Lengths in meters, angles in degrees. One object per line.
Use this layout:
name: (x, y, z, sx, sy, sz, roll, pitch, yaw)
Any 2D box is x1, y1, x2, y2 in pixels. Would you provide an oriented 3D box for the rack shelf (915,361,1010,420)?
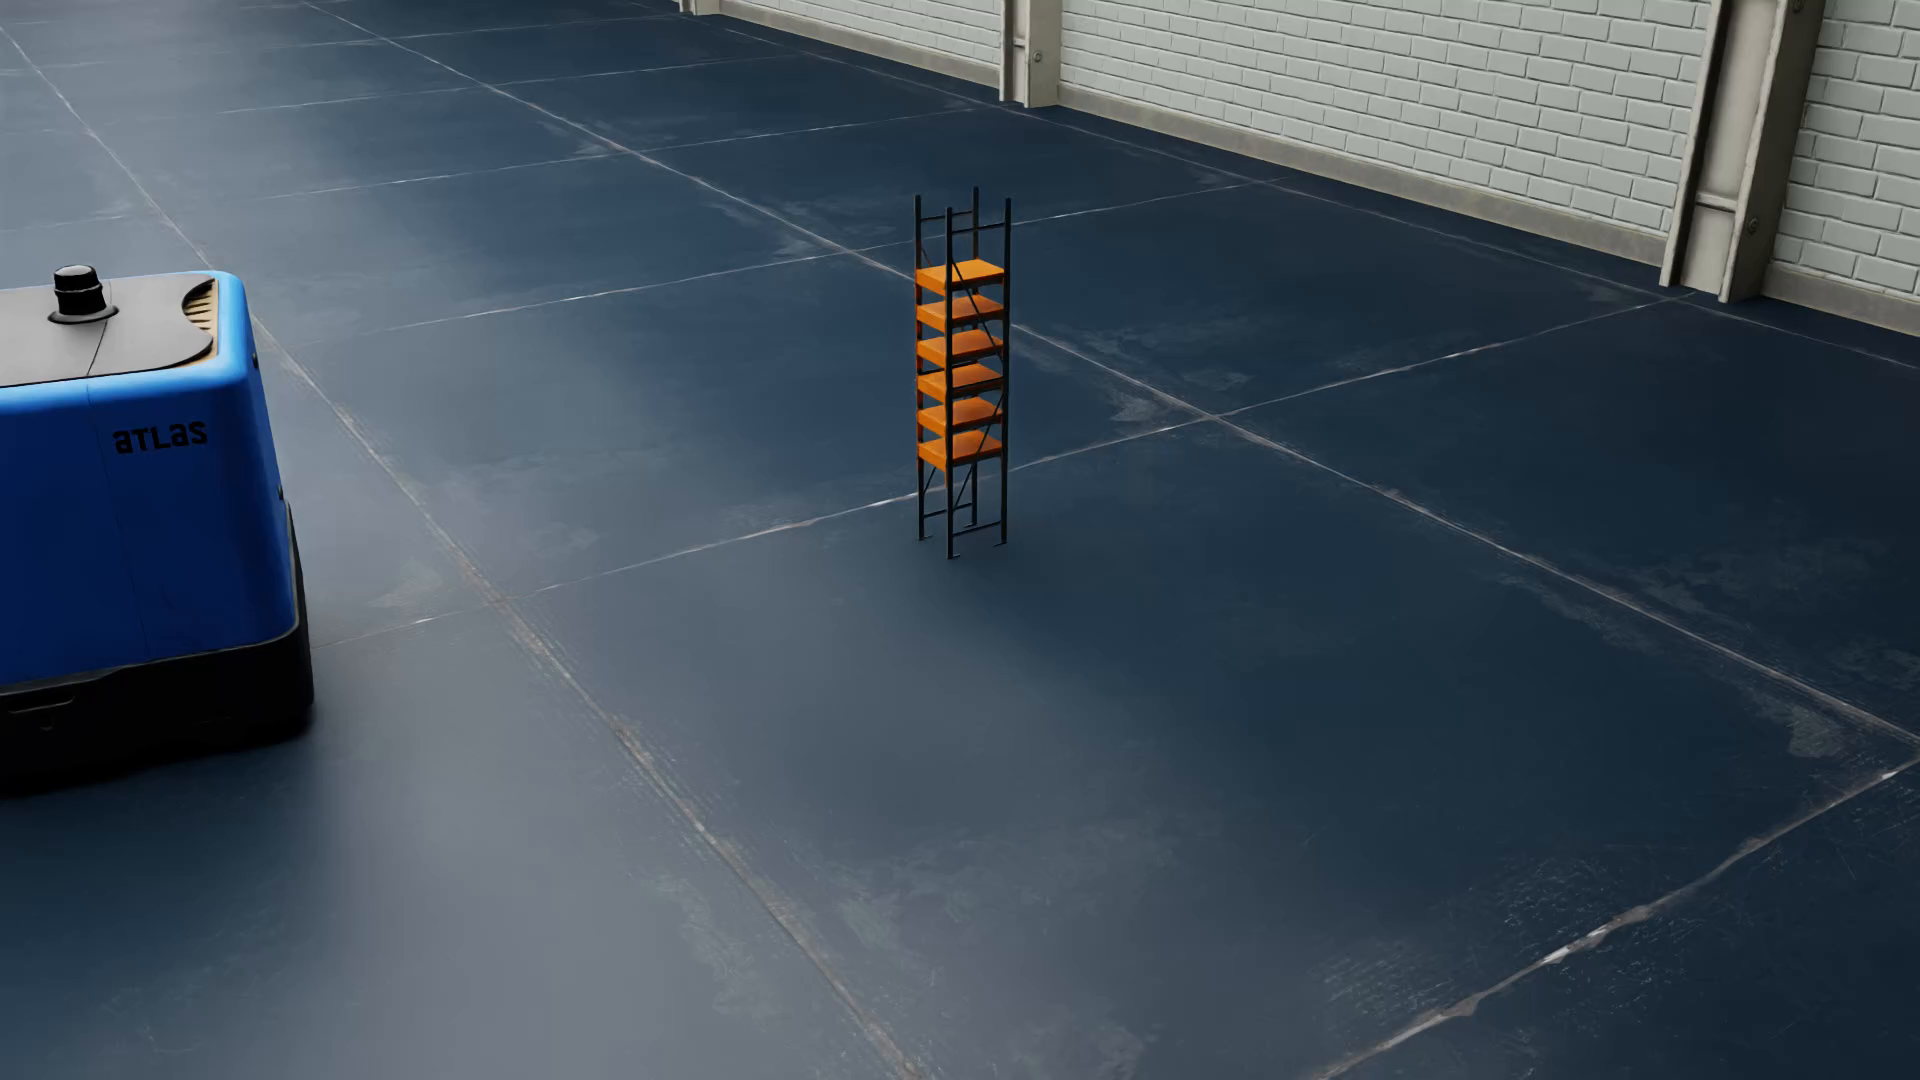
rack shelf: (0.008, -0.497, 5.502, 0.258, 0.103, 0.180, -16, 29, -30)

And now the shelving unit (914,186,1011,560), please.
shelving unit: (0.008, -0.537, 5.483, 0.258, 1.200, 0.189, -16, 29, -30)

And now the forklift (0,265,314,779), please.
forklift: (-3.370, -0.749, 3.903, 3.031, 2.935, 1.130, -10, 27, -20)

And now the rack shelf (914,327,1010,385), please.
rack shelf: (0.008, -0.606, 5.451, 0.258, 0.103, 0.180, -16, 29, -30)

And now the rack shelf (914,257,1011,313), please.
rack shelf: (0.008, -0.823, 5.348, 0.258, 0.103, 0.180, -16, 29, -30)

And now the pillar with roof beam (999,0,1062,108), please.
pillar with roof beam: (-3.063, -6.490, 8.957, 9.100, 9.000, 0.400, -16, 29, -30)

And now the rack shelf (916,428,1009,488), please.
rack shelf: (0.008, -0.280, 5.604, 0.258, 0.103, 0.180, -16, 29, -30)

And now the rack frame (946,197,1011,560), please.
rack frame: (0.058, -0.505, 5.414, 0.240, 1.200, 0.006, -16, 29, -30)

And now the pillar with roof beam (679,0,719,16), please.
pillar with roof beam: (-6.339, -8.636, 13.503, 9.100, 9.000, 0.400, -16, 29, -30)

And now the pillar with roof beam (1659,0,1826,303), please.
pillar with roof beam: (0.212, -4.344, 4.411, 9.100, 9.000, 0.400, -16, 29, -30)

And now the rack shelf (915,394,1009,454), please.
rack shelf: (0.008, -0.389, 5.553, 0.258, 0.103, 0.180, -16, 29, -30)

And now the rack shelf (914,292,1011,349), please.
rack shelf: (0.008, -0.714, 5.399, 0.258, 0.103, 0.180, -16, 29, -30)

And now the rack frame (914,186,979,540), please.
rack frame: (-0.042, -0.570, 5.552, 0.240, 1.200, 0.006, -16, 29, -30)
